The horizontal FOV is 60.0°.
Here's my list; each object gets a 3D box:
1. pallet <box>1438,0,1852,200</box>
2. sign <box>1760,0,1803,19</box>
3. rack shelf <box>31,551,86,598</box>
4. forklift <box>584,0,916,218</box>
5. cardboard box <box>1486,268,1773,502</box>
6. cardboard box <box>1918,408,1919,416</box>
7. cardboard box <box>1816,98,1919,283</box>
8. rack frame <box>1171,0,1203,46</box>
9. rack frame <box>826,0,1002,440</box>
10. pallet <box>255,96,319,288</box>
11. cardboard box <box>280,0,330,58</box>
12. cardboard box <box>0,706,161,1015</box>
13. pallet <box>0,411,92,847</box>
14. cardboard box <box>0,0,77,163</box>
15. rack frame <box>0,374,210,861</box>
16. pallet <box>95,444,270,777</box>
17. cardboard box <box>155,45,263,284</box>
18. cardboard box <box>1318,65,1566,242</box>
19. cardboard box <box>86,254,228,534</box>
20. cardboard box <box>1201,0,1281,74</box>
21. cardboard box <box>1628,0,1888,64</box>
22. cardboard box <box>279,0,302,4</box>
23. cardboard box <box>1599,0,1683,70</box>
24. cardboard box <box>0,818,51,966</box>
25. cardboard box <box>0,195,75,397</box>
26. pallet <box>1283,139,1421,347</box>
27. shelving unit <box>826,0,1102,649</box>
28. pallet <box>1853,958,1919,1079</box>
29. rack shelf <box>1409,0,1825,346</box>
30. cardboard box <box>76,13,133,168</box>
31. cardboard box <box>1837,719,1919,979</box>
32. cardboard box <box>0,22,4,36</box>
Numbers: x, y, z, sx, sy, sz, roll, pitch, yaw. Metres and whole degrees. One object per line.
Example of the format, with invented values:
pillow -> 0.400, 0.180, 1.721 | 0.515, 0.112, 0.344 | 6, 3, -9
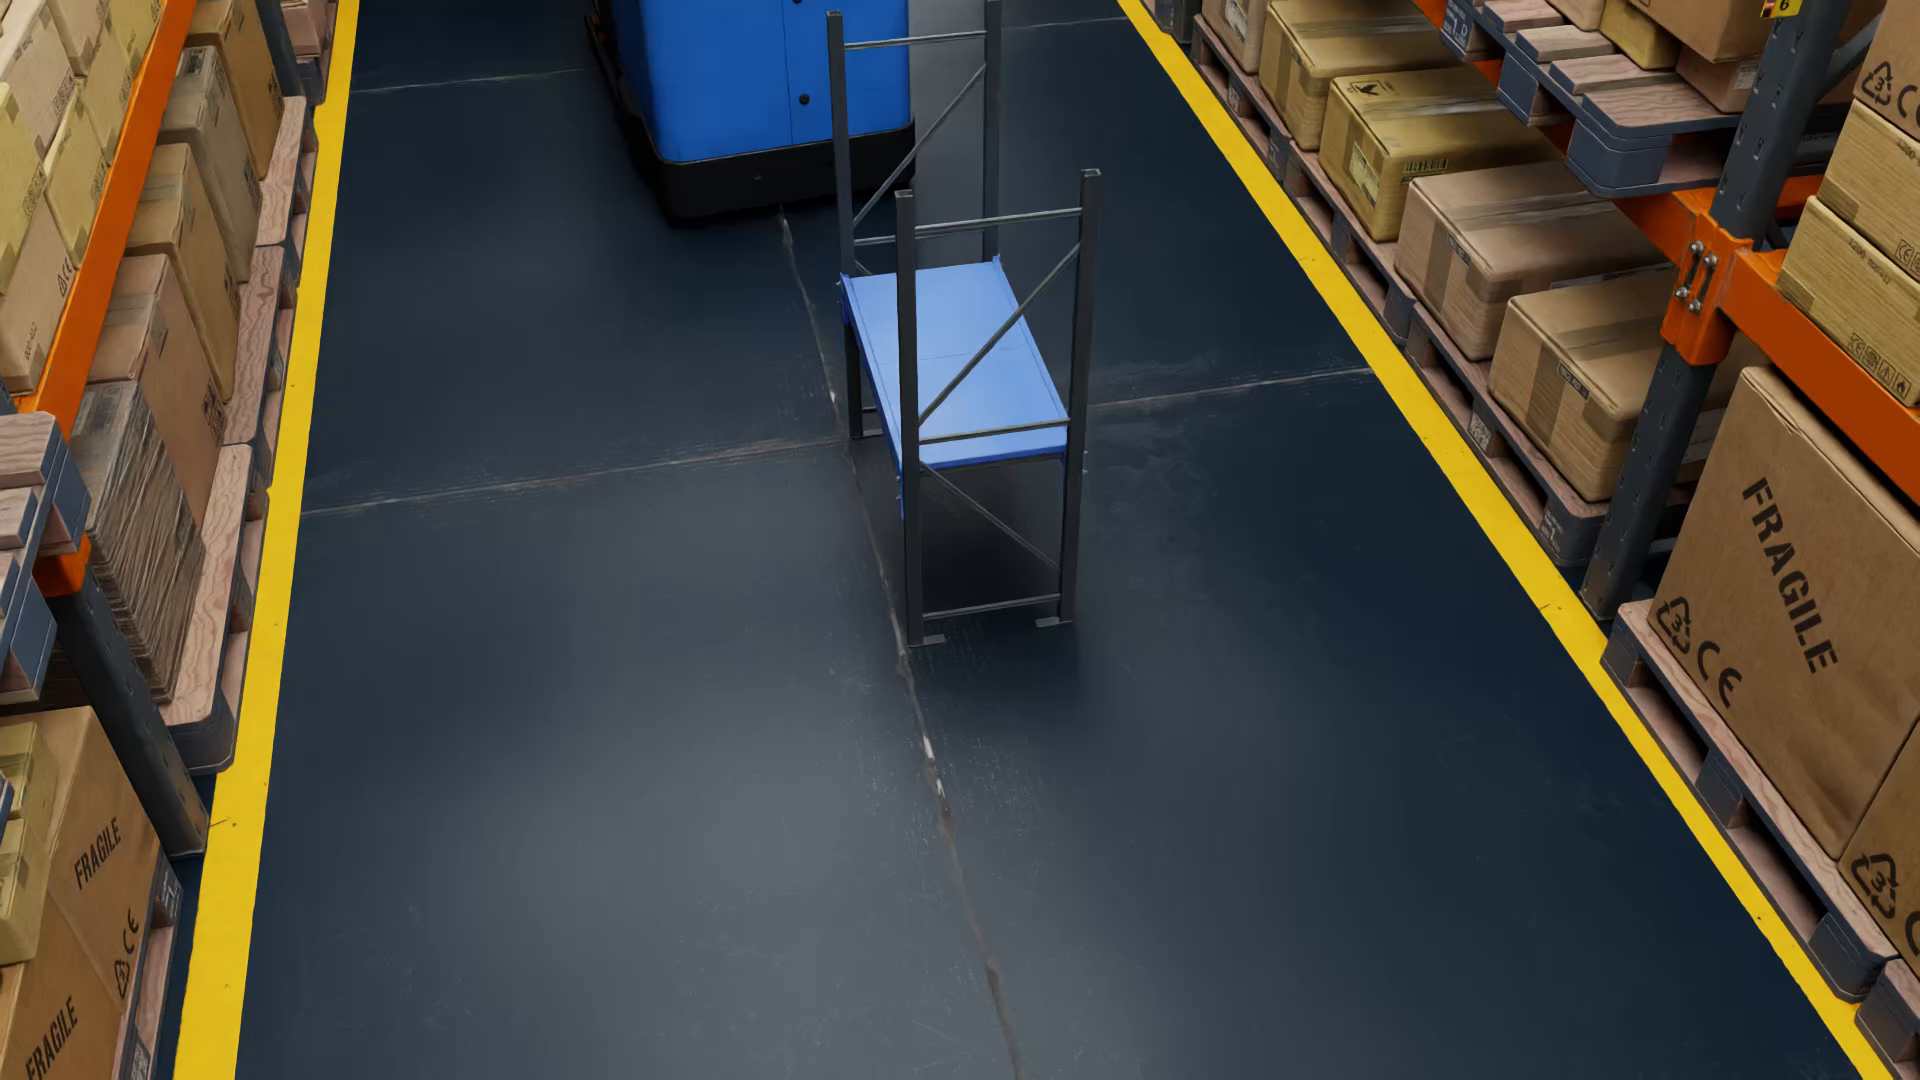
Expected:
pallet -> 2.122, -1.360, 4.667 | 1.213, 0.211, 1.003 | -8, 42, -9
sign -> 1.852, -1.304, 3.647 | 0.100, 0.325, 0.005 | -8, 42, -9
rack shelf -> -2.034, 1.295, 2.074 | 1.077, 0.370, 4.000 | -8, 42, -9
forklift -> -1.129, -3.359, 6.826 | 1.130, 2.935, 3.031 | -12, 43, -14
cardboard box -> 2.268, -0.527, 5.247 | 0.950, 0.372, 0.625 | -11, 43, -12
cardboard box -> 2.368, -0.245, 3.379 | 0.500, 0.250, 0.500 | -9, 42, -11
cardboard box -> 2.248, -0.752, 3.574 | 0.500, 0.250, 0.500 | -9, 42, -10
rack frame -> 1.517, -3.577, 7.021 | 1.000, 3.000, 0.127 | -8, 42, -9
rack frame -> -0.128, -0.946, 5.186 | 0.500, 1.500, 0.032 | -8, 42, -9
pallet -> -3.132, -1.349, 6.611 | 1.003, 0.211, 1.213 | -8, 42, -9
cardboard box -> -3.110, -2.353, 7.397 | 0.500, 0.250, 0.500 | -8, 42, -9
cardboard box -> -2.165, 0.750, 3.712 | 0.500, 0.500, 0.500 | -7, 42, -8
pallet -> -2.251, 0.230, 2.876 | 1.213, 0.211, 1.003 | -8, 42, -9
cardboard box -> -2.430, -1.049, 3.909 | 0.500, 0.250, 0.500 | -7, 42, -8
rack frame -> -2.466, -0.271, 3.296 | 1.000, 3.000, 0.127 | -8, 42, -9
pallet -> -2.606, 0.233, 4.829 | 1.003, 0.211, 1.213 | -8, 42, -9
cardboard box -> -3.046, -1.292, 5.918 | 0.875, 0.625, 0.625 | -9, 42, -10
cardboard box -> 1.942, -1.496, 6.339 | 0.950, 0.372, 0.625 | -7, 42, -8
cardboard box -> -2.736, -0.369, 4.878 | 0.875, 0.625, 0.625 | -7, 42, -8
cardboard box -> 1.632, -2.412, 7.371 | 0.950, 0.372, 0.625 | -8, 42, -9
cardboard box -> 2.010, -1.545, 4.115 | 0.500, 0.500, 0.500 | -9, 42, -11
cardboard box -> -3.132, -2.537, 7.227 | 0.500, 0.250, 0.500 | -9, 42, -9
cardboard box -> 1.951, -1.390, 4.429 | 0.380, 0.149, 0.250 | -8, 42, -9
cardboard box -> -2.023, 0.721, 3.257 | 0.380, 0.149, 0.250 | -10, 43, -12
cardboard box -> -2.323, -0.537, 3.709 | 0.500, 0.250, 0.500 | -8, 42, -9
pallet -> 1.953, -1.238, 6.485 | 1.003, 0.211, 1.213 | -8, 42, -9
shelving unit -> -0.018, -0.616, 4.814 | 0.538, 1.500, 1.048 | -8, 42, -9
pallet -> 2.736, 1.369, 3.548 | 1.003, 0.211, 1.213 | -8, 42, -9
rack shelf -> 1.948, -2.012, 5.799 | 1.077, 0.370, 4.000 | -8, 42, -9
cardboard box -> -2.545, -1.197, 4.452 | 0.500, 0.250, 0.500 | -10, 42, -11
cardboard box -> 2.636, 0.691, 3.496 | 0.875, 0.875, 0.875 | -8, 42, -9
cardboard box -> -2.386, -1.135, 3.706 | 0.380, 0.149, 0.250 | -7, 42, -8
